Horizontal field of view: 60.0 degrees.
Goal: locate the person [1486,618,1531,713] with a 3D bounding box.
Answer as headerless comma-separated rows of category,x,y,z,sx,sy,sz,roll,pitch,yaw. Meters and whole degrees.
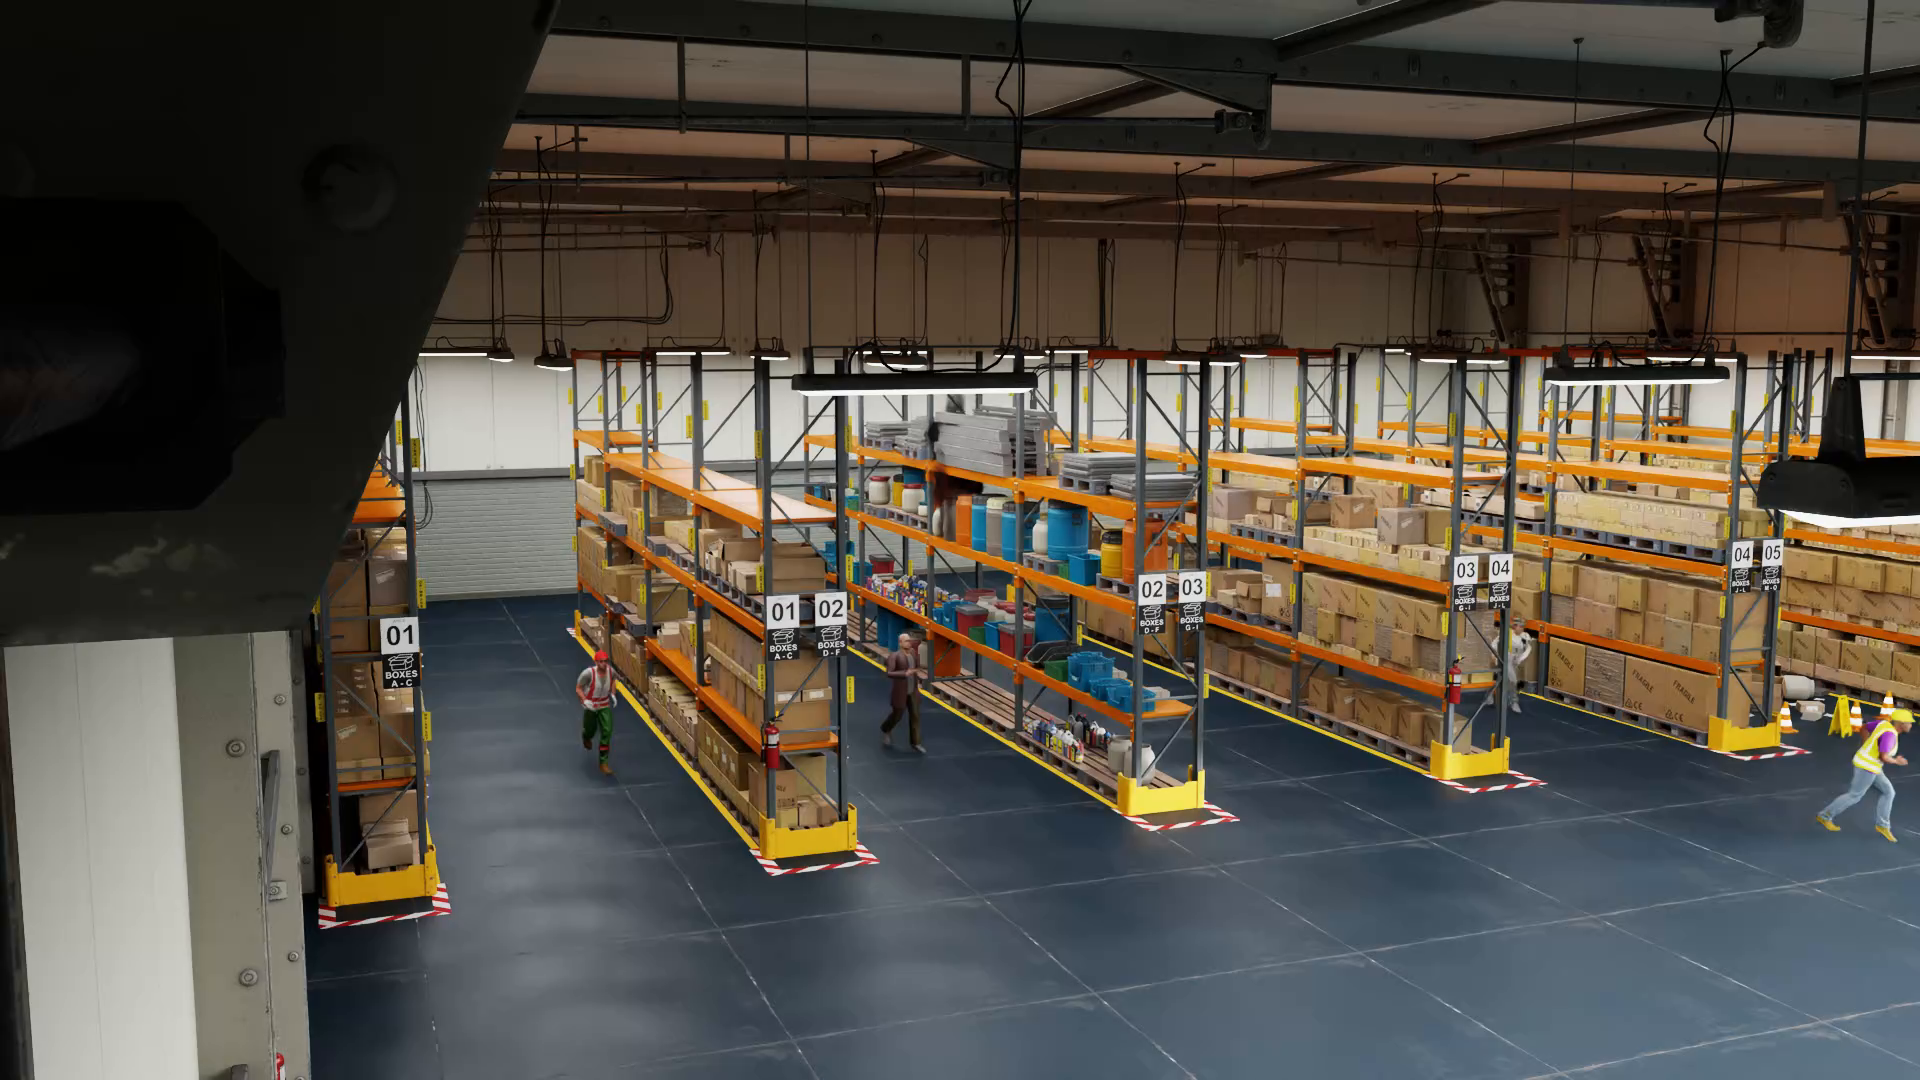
person,9.269,2.067,28.117,0.619,1.623,0.806,-2,7,-13

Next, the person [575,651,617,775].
person,-5.299,2.462,24.272,0.658,1.772,1.022,-4,8,-30

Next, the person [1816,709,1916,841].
person,11.383,2.939,20.911,1.042,1.717,0.747,3,8,21

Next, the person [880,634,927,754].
person,-0.862,2.276,25.207,0.716,1.746,1.023,-6,9,-38
